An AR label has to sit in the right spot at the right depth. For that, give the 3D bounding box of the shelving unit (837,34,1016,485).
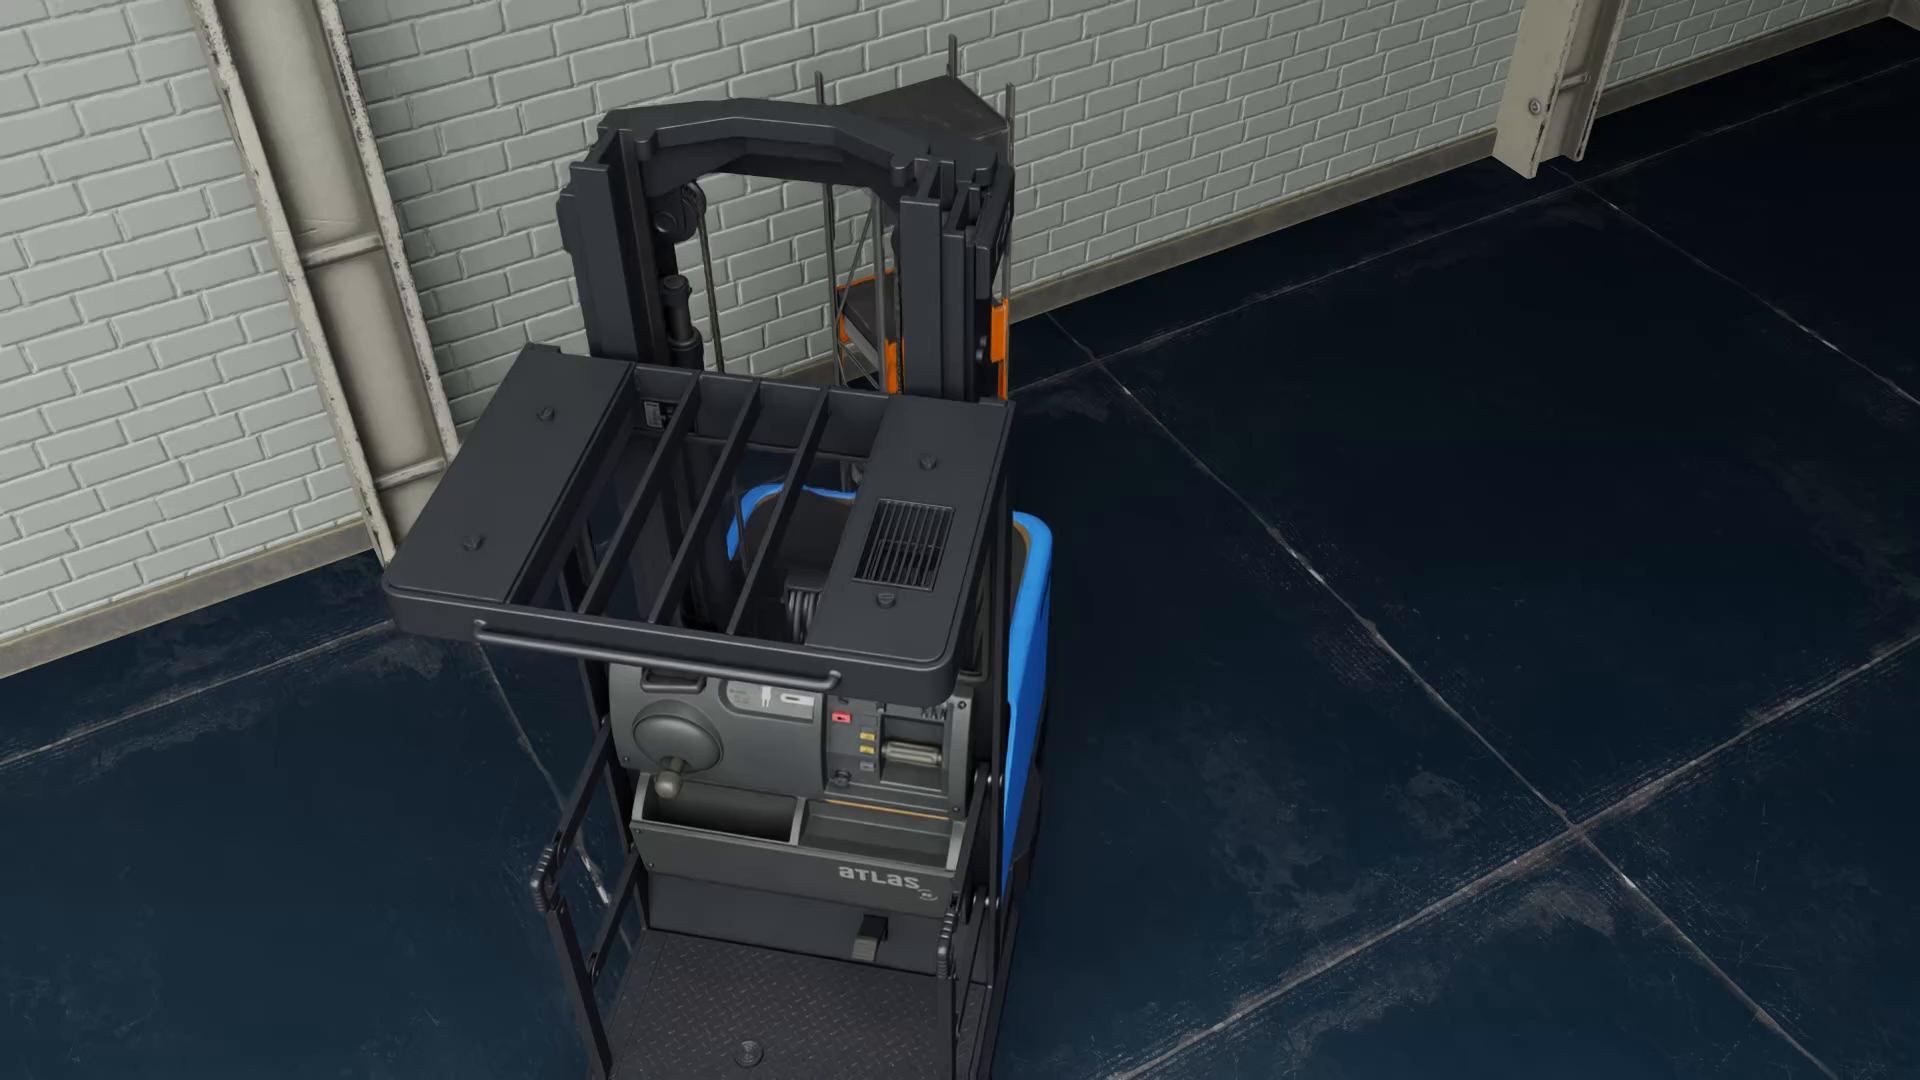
[{"bbox_3d":[-0.139,-0.698,5.962,0.492,2.100,0.431,-22,48,-21],"label":"shelving unit"}]

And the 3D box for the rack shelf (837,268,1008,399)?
[{"bbox_3d":[-0.144,-0.686,5.969,0.480,0.518,0.431,-22,48,-21],"label":"rack shelf"}]

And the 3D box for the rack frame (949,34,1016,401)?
[{"bbox_3d":[0.068,-0.781,6.047,0.015,2.100,0.400,-22,48,-21],"label":"rack frame"}]

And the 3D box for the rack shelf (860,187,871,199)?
[{"bbox_3d":[-0.144,-1.260,5.412,0.442,0.100,0.332,-22,48,-21],"label":"rack shelf"}]

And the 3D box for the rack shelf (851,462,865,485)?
[{"bbox_3d":[-0.144,-0.282,6.361,0.457,0.174,0.368,-22,48,-21],"label":"rack shelf"}]

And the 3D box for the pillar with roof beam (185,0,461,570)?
[{"bbox_3d":[0.007,-0.596,0.903,0.400,9.000,9.100,-22,48,-21],"label":"pillar with roof beam"}]

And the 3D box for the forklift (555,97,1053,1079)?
[{"bbox_3d":[-0.470,0.585,4.042,1.130,2.935,3.031,7,45,8],"label":"forklift"}]
